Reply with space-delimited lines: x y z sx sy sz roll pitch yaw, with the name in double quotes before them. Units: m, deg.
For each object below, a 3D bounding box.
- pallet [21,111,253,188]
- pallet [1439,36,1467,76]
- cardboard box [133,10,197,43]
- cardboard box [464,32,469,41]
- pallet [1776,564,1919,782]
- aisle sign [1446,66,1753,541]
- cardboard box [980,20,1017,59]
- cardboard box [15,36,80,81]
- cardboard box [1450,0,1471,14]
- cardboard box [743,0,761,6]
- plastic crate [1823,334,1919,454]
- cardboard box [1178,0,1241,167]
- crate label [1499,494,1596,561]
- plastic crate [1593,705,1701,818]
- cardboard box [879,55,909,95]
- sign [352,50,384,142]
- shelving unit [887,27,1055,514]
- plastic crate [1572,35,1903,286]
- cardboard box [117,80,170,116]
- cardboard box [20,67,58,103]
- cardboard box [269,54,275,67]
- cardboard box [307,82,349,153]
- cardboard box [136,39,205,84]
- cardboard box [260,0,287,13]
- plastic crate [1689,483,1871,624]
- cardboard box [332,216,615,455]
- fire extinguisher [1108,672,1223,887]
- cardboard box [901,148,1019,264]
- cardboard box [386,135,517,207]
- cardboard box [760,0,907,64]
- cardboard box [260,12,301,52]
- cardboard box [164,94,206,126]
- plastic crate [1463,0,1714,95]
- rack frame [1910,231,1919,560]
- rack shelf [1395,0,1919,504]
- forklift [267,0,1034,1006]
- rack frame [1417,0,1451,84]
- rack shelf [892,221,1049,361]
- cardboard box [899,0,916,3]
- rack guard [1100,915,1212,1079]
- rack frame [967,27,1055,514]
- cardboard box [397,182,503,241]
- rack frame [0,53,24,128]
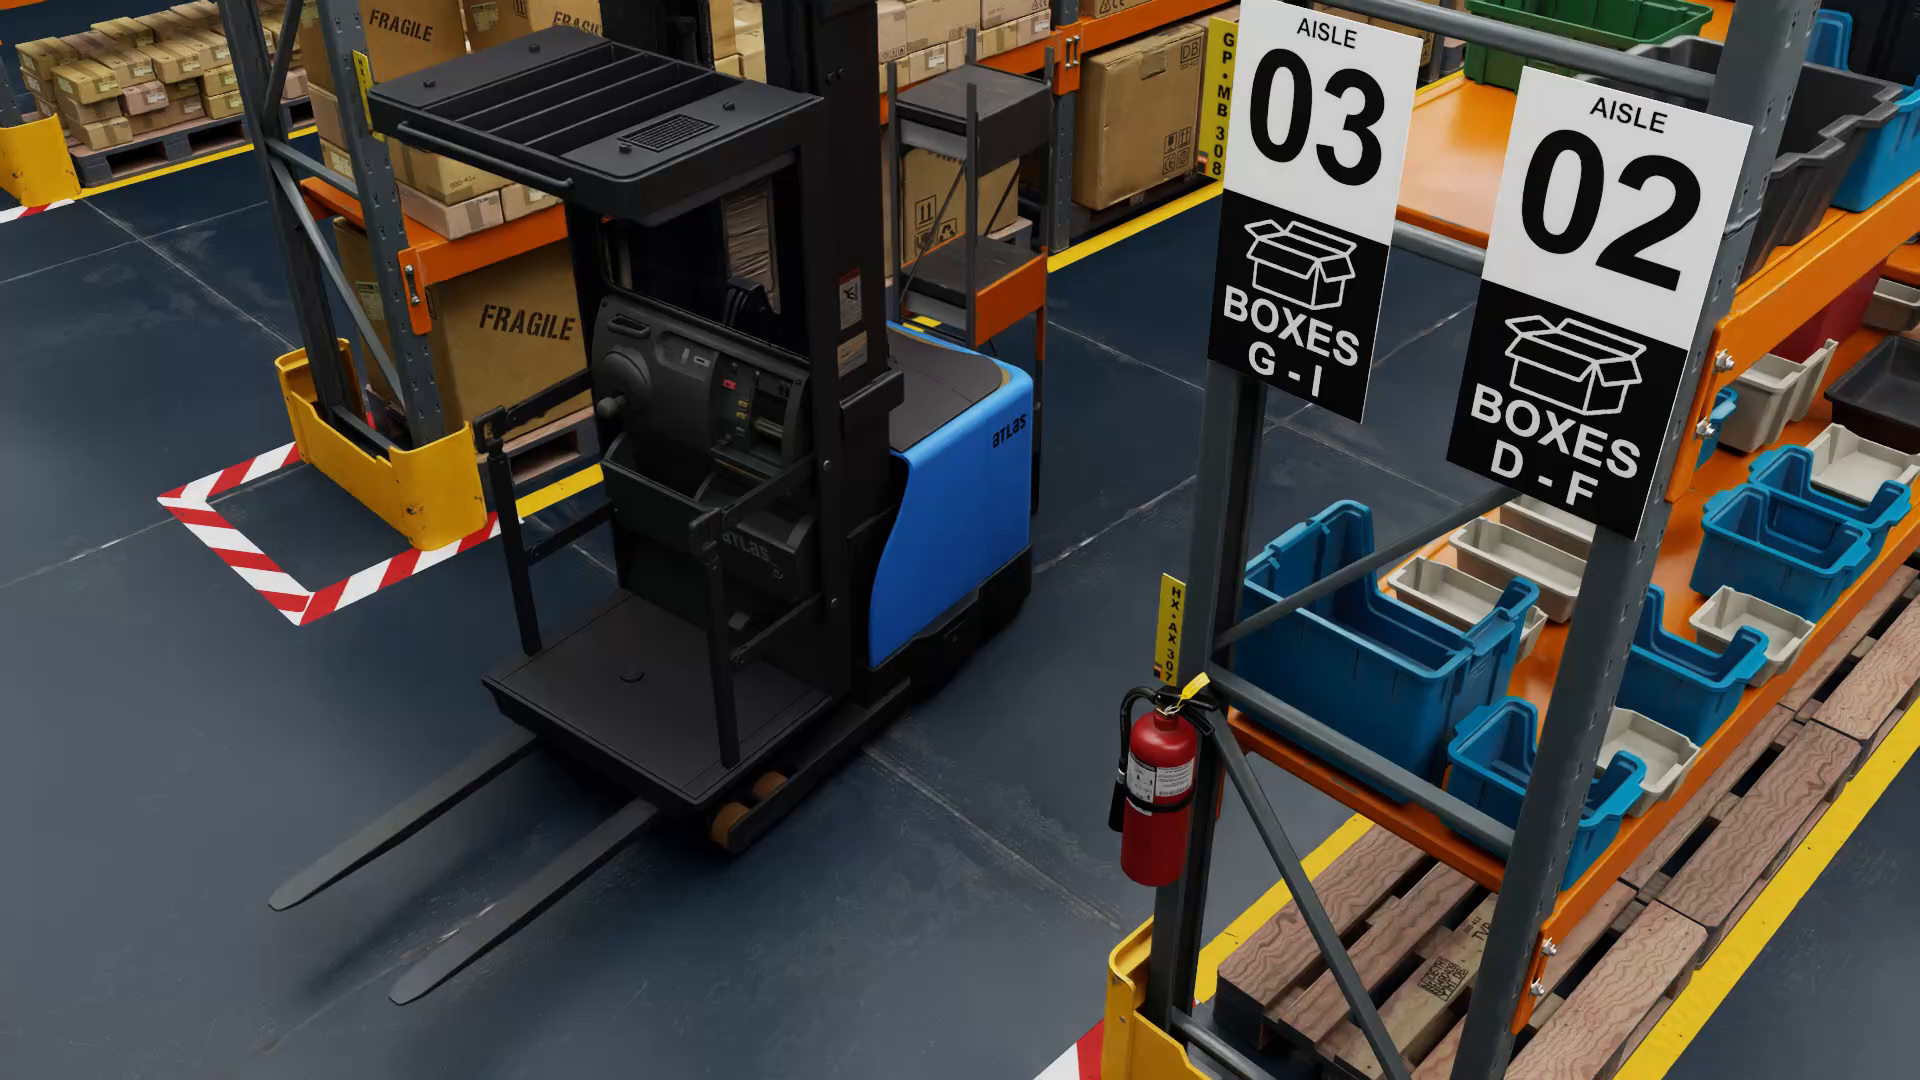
"pallet" -5.377 -2.722 10.969 1.003 0.211 1.213 30 45 35
"pallet" 3.608 -3.900 12.658 1.003 0.211 1.213 30 45 35
"cardboard box" -5.298 -3.398 11.106 0.380 0.149 0.250 28 43 34
"cardboard box" -3.627 -3.645 11.979 0.380 0.149 0.250 28 44 34
"pallet" 3.263 0.351 6.563 1.003 0.211 1.213 30 45 35
"aisle sign" 1.095 -0.401 2.930 0.394 0.787 0.004 30 45 35
"cardboard box" 0.075 -2.640 8.633 0.250 0.149 0.380 -29 44 -35
"cardboard box" -5.835 -3.084 10.655 0.250 0.149 0.380 -29 44 -35
"cardboard box" 3.515 -4.162 12.397 0.700 0.500 0.500 27 43 33
"cardboard box" -0.993 -2.666 8.322 0.500 0.250 0.500 -29 44 -35
"plastic crate" 3.155 -0.456 5.470 0.437 0.125 0.590 30 45 35
"cardboard box" 1.304 -3.035 10.470 1.225 0.875 0.875 28 44 34
"crate label" 1.775 -0.039 4.861 0.396 0.136 0.243 30 45 35
"plastic crate" 1.628 0.536 4.038 0.250 0.136 0.298 30 45 35
"cardboard box" -0.469 -2.327 8.184 0.250 0.149 0.380 -29 44 -35
"sign" -2.190 -1.641 6.155 0.100 0.325 0.005 30 45 35
"shelving unit" 0.043 -0.938 6.759 0.431 2.100 0.503 24 41 30
"plastic crate" 1.404 -0.704 3.130 0.497 0.269 0.590 30 45 35
"cardboard box" -5.244 -2.842 10.568 0.380 0.149 0.250 29 44 35
"cardboard box" -5.859 -2.974 10.757 0.380 0.149 0.250 28 44 34
"cardboard box" -4.757 -3.184 11.058 0.380 0.149 0.250 27 43 33
"cardboard box" -2.427 -1.844 7.143 0.500 0.250 0.500 29 44 35
"cardboard box" -5.041 -3.053 10.611 0.380 0.149 0.250 29 44 35
"cardboard box" -4.719 -3.710 11.553 0.250 0.149 0.380 -30 45 -35
"plastic crate" 2.270 0.059 4.638 0.416 0.233 0.300 30 45 35
"cardboard box" -2.186 -1.073 7.656 0.875 0.875 0.875 30 45 35
"fire extinguisher" 0.506 0.579 4.191 0.296 0.674 0.183 30 45 35
"cardboard box" -0.283 -2.169 9.228 0.875 0.875 0.875 30 45 35
"cardboard box" -2.050 -1.626 6.831 0.500 0.250 0.500 28 44 34
"cardboard box" -0.609 -2.461 8.027 0.500 0.250 0.500 -29 44 -35
"cardboard box" -4.505 -3.385 11.086 0.250 0.149 0.380 -29 44 -35
"cardboard box" -5.136 -2.849 10.838 0.250 0.149 0.380 -29 44 -35
"plastic crate" 1.427 -1.142 3.829 0.450 0.188 0.336 30 45 35
"rack frame" 3.753 -1.107 6.215 1.000 3.000 0.127 30 45 35
"rack shelf" 2.344 -1.231 4.399 1.077 0.370 4.000 30 45 35
"forklift" -0.998 -0.452 5.337 1.130 2.935 3.031 24 41 30
"rack frame" 3.057 -4.727 11.406 1.000 3.000 0.127 30 45 35
"rack shelf" 0.043 -0.927 6.767 0.431 0.518 0.480 24 41 30
"cardboard box" -0.251 -2.975 8.110 0.500 0.500 0.500 -29 44 -35
"rack guard" 0.927 1.557 4.581 1.175 0.500 0.348 30 45 35
"rack frame" 0.191 -1.049 6.919 0.400 2.100 0.015 24 41 30
"cardboard box" -2.095 -1.388 6.837 0.250 0.149 0.380 -29 44 -35
"rack frame" -6.028 -3.520 9.675 1.000 3.000 0.127 30 45 35
